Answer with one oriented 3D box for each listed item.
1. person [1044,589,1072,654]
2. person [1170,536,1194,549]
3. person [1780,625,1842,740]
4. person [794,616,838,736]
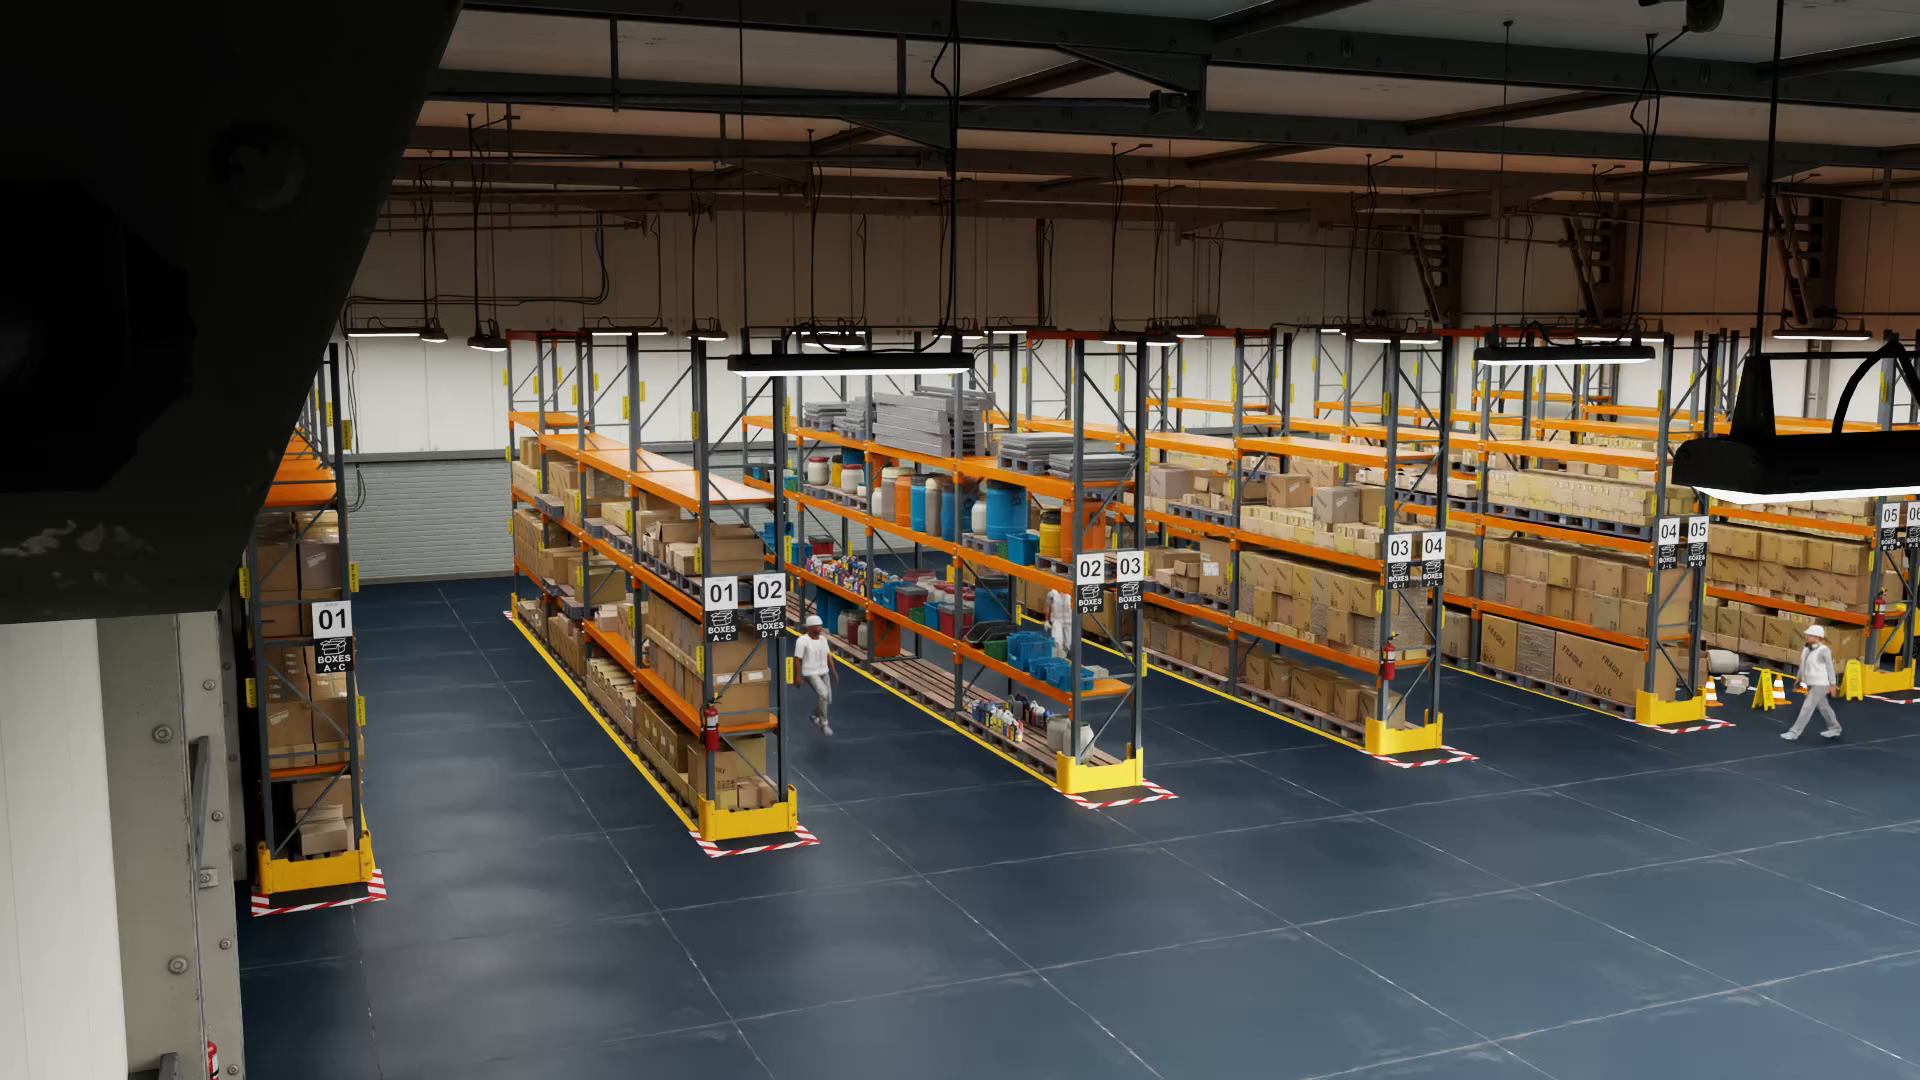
[{"bbox_3d":[1.759,1.401,28.264,0.557,1.710,0.910,-2,8,-14],"label":"person"},{"bbox_3d":[5.807,-0.532,44.082,1.034,1.751,0.528,-4,9,-30],"label":"person"},{"bbox_3d":[12.675,2.102,24.739,1.029,1.706,0.569,0,8,-3],"label":"person"},{"bbox_3d":[-2.017,1.955,24.313,0.779,1.665,0.600,7,11,43],"label":"person"}]
